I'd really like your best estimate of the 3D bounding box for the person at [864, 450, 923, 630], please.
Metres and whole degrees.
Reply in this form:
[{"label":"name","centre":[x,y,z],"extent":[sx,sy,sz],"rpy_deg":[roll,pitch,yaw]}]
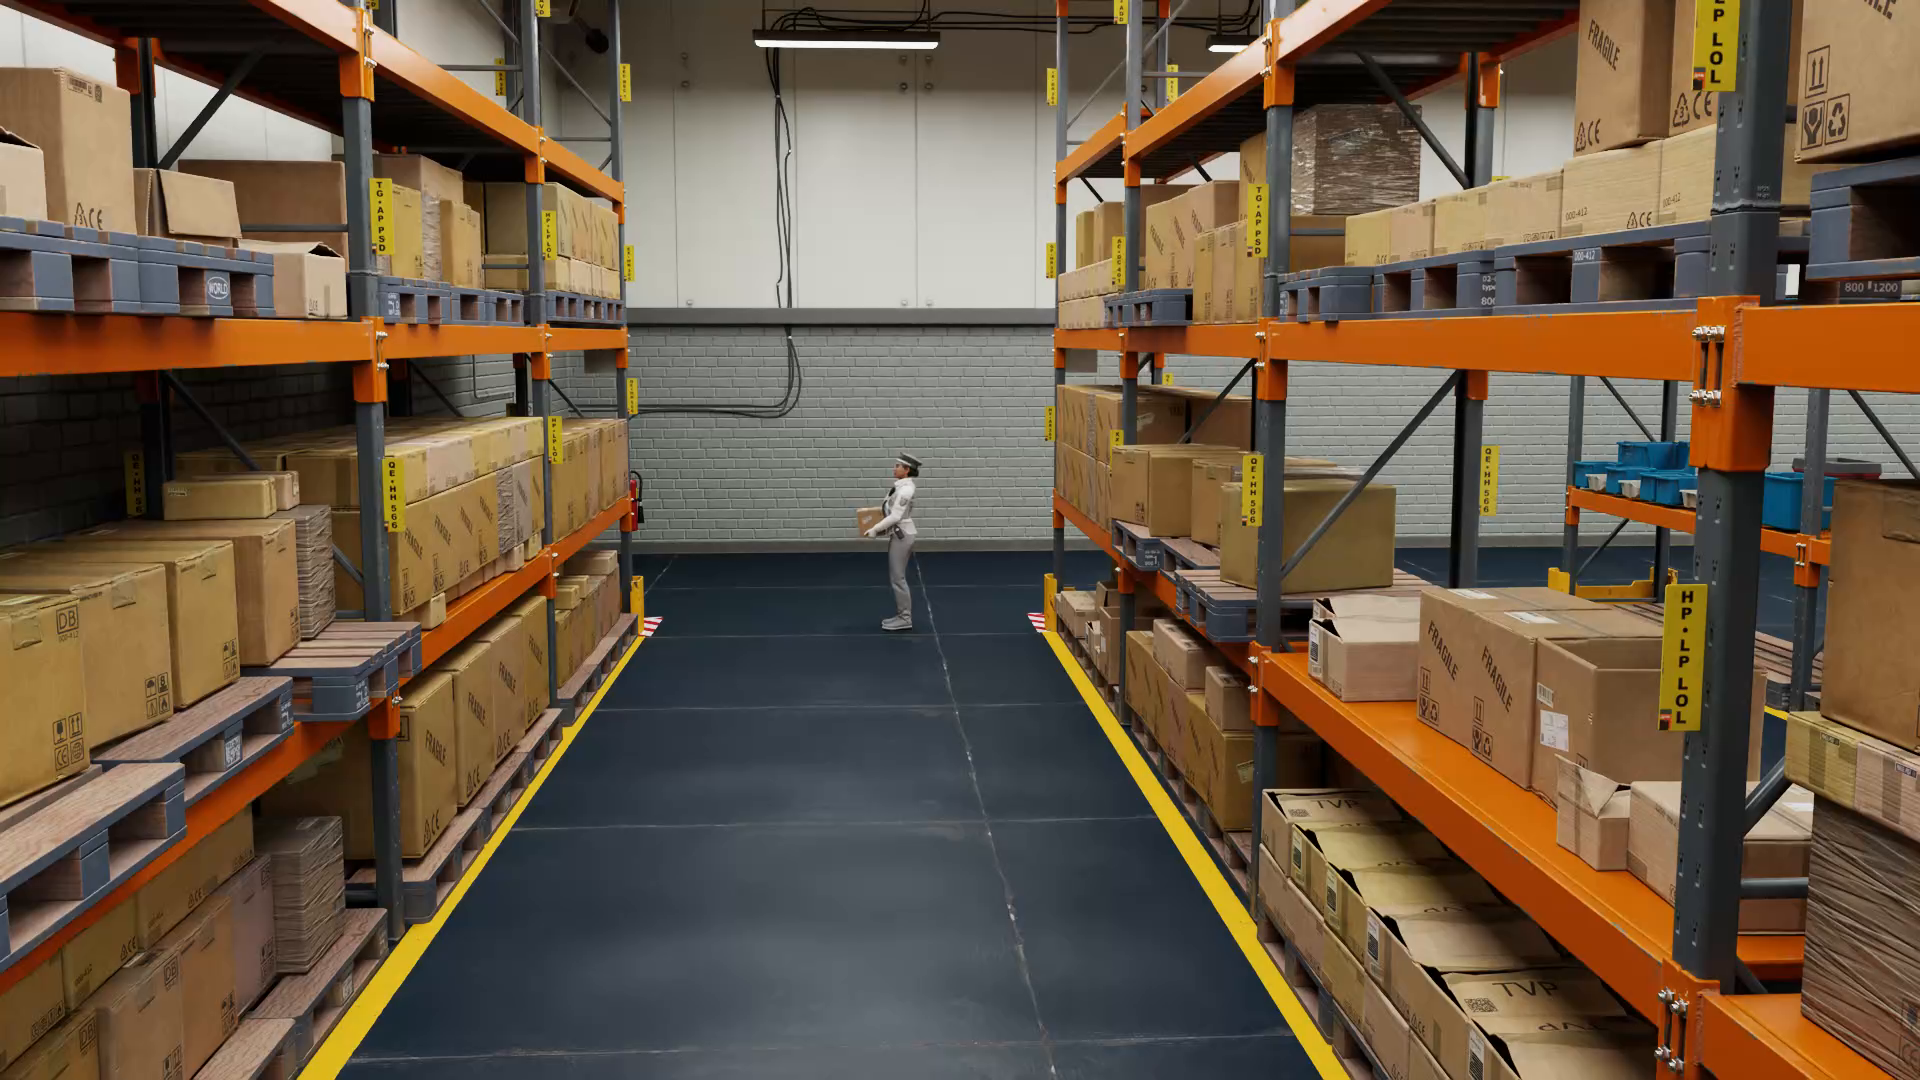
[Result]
[{"label":"person","centre":[-0.630,-0.006,15.691],"extent":[0.556,1.686,0.460],"rpy_deg":[0,7,-4]}]
